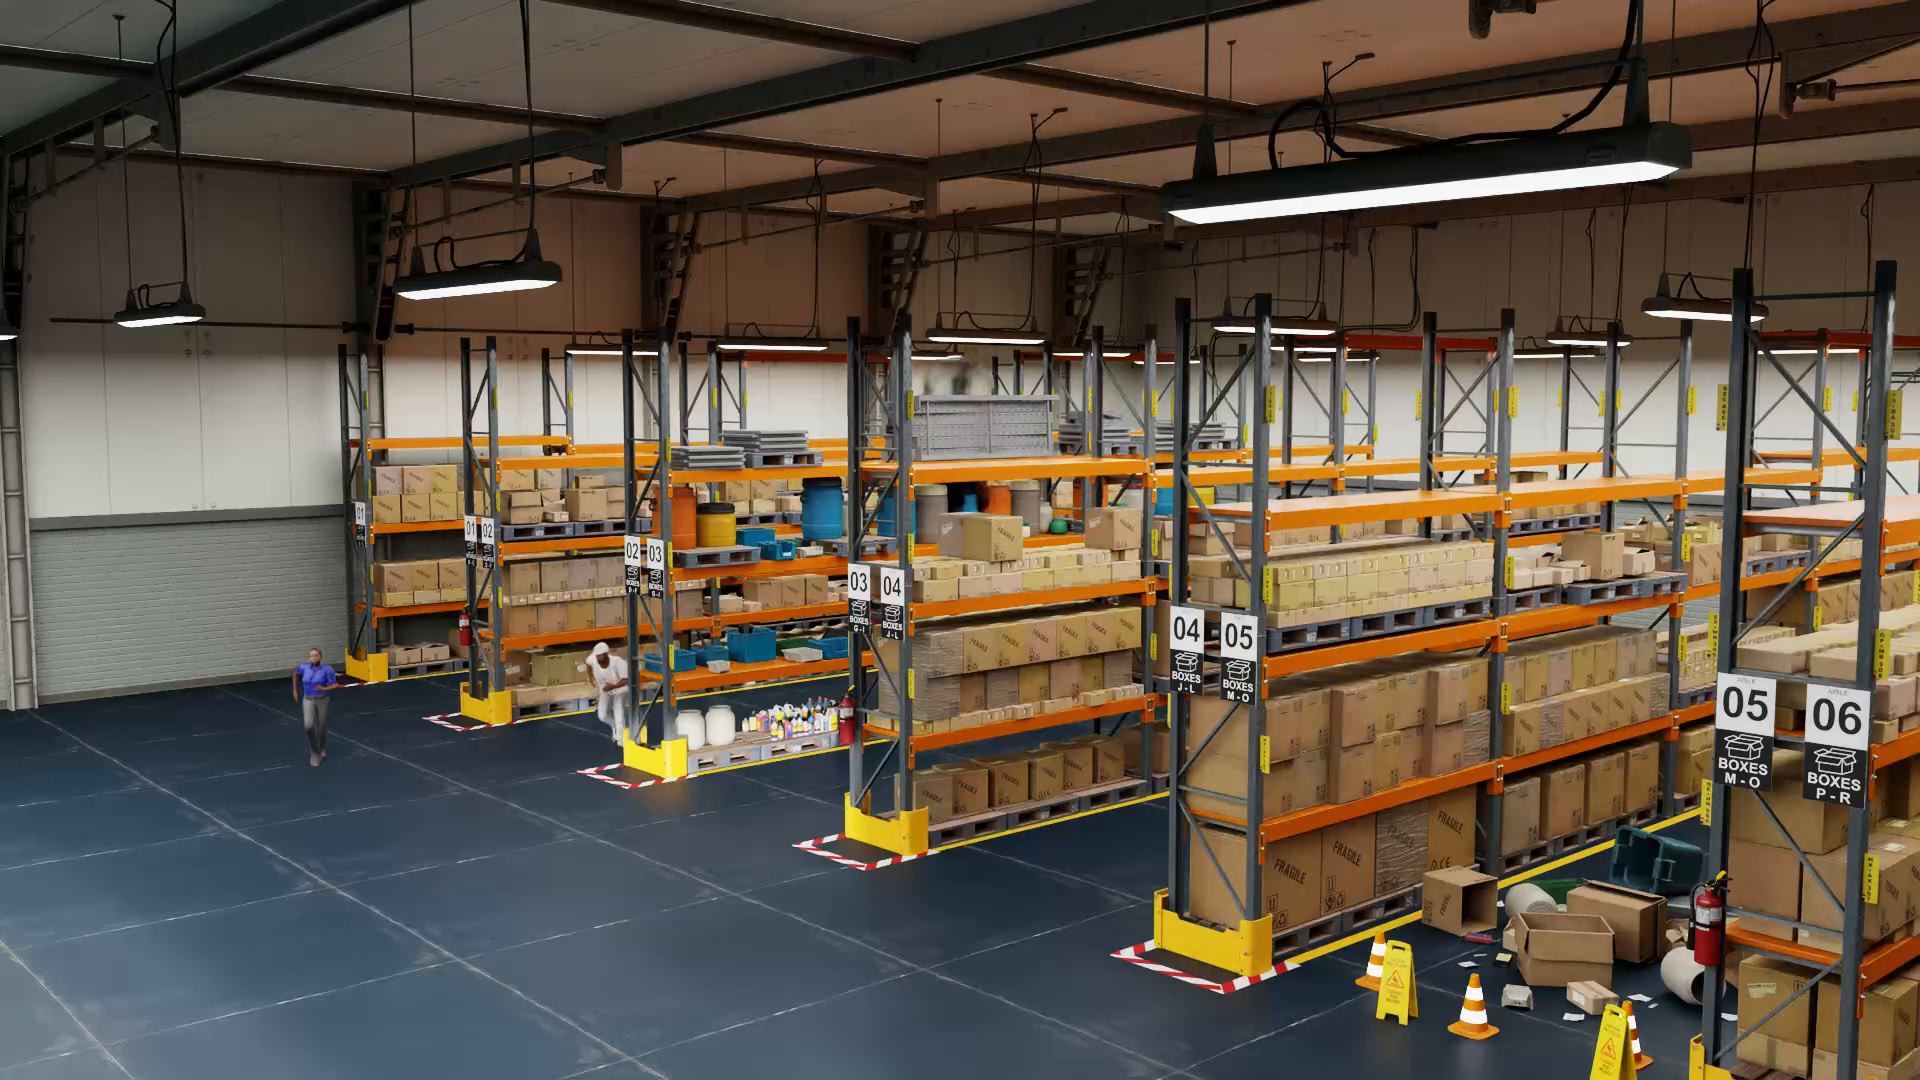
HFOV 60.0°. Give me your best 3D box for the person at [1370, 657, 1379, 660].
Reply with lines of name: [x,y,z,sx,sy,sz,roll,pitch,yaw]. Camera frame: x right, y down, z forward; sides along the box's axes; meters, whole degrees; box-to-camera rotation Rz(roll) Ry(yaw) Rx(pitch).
person: [5.576,2.362,22.191,0.638,1.665,0.549,5,7,43]

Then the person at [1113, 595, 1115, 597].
person: [3.325,1.336,32.823,0.680,1.839,0.842,4,7,40]

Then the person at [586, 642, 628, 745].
person: [-5.099,2.227,24.022,0.735,1.578,0.839,1,5,14]

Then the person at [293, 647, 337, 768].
person: [-8.904,2.299,22.977,0.601,1.648,0.813,-1,5,-14]
